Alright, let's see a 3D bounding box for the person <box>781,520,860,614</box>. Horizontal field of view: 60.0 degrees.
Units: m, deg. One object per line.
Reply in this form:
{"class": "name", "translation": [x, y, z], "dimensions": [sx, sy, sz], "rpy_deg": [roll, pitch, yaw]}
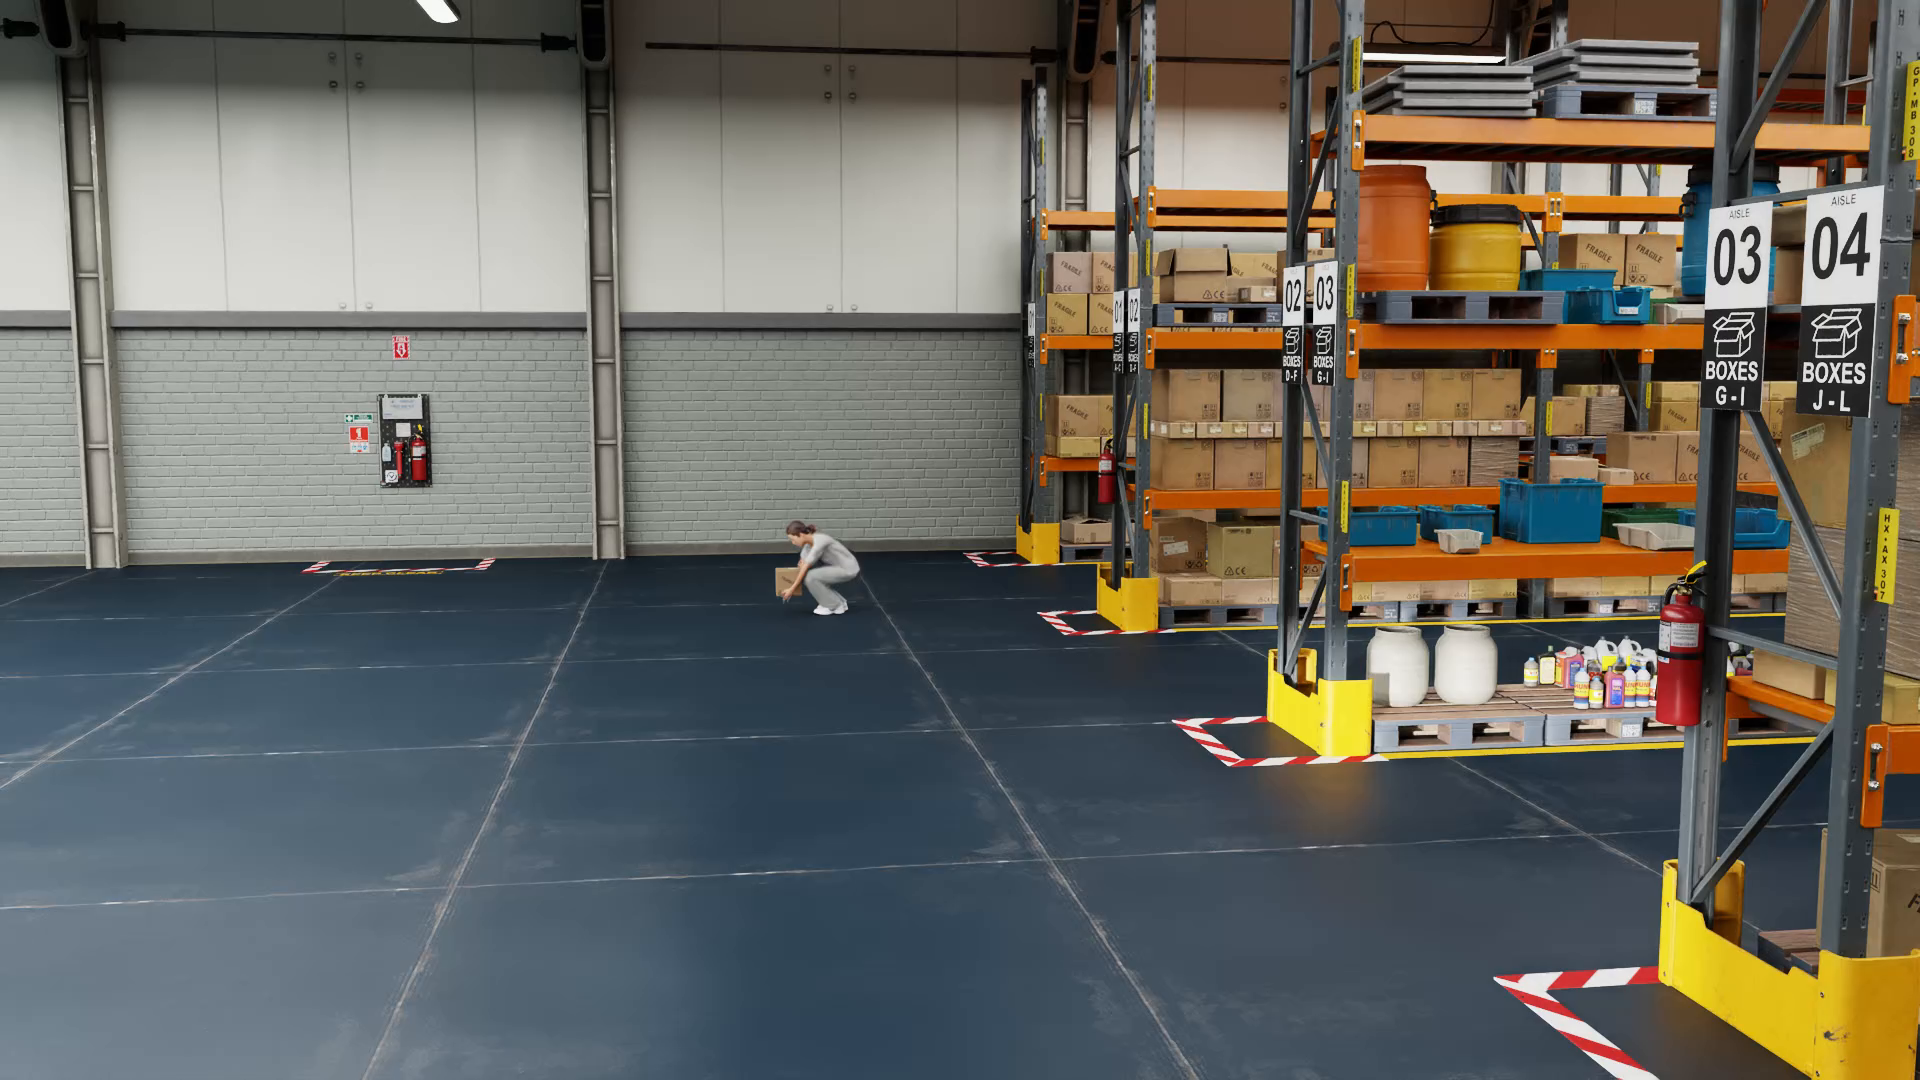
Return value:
{"class": "person", "translation": [-1.406, 0.266, 16.682], "dimensions": [0.802, 0.956, 0.467], "rpy_deg": [-1, 7, -10]}
